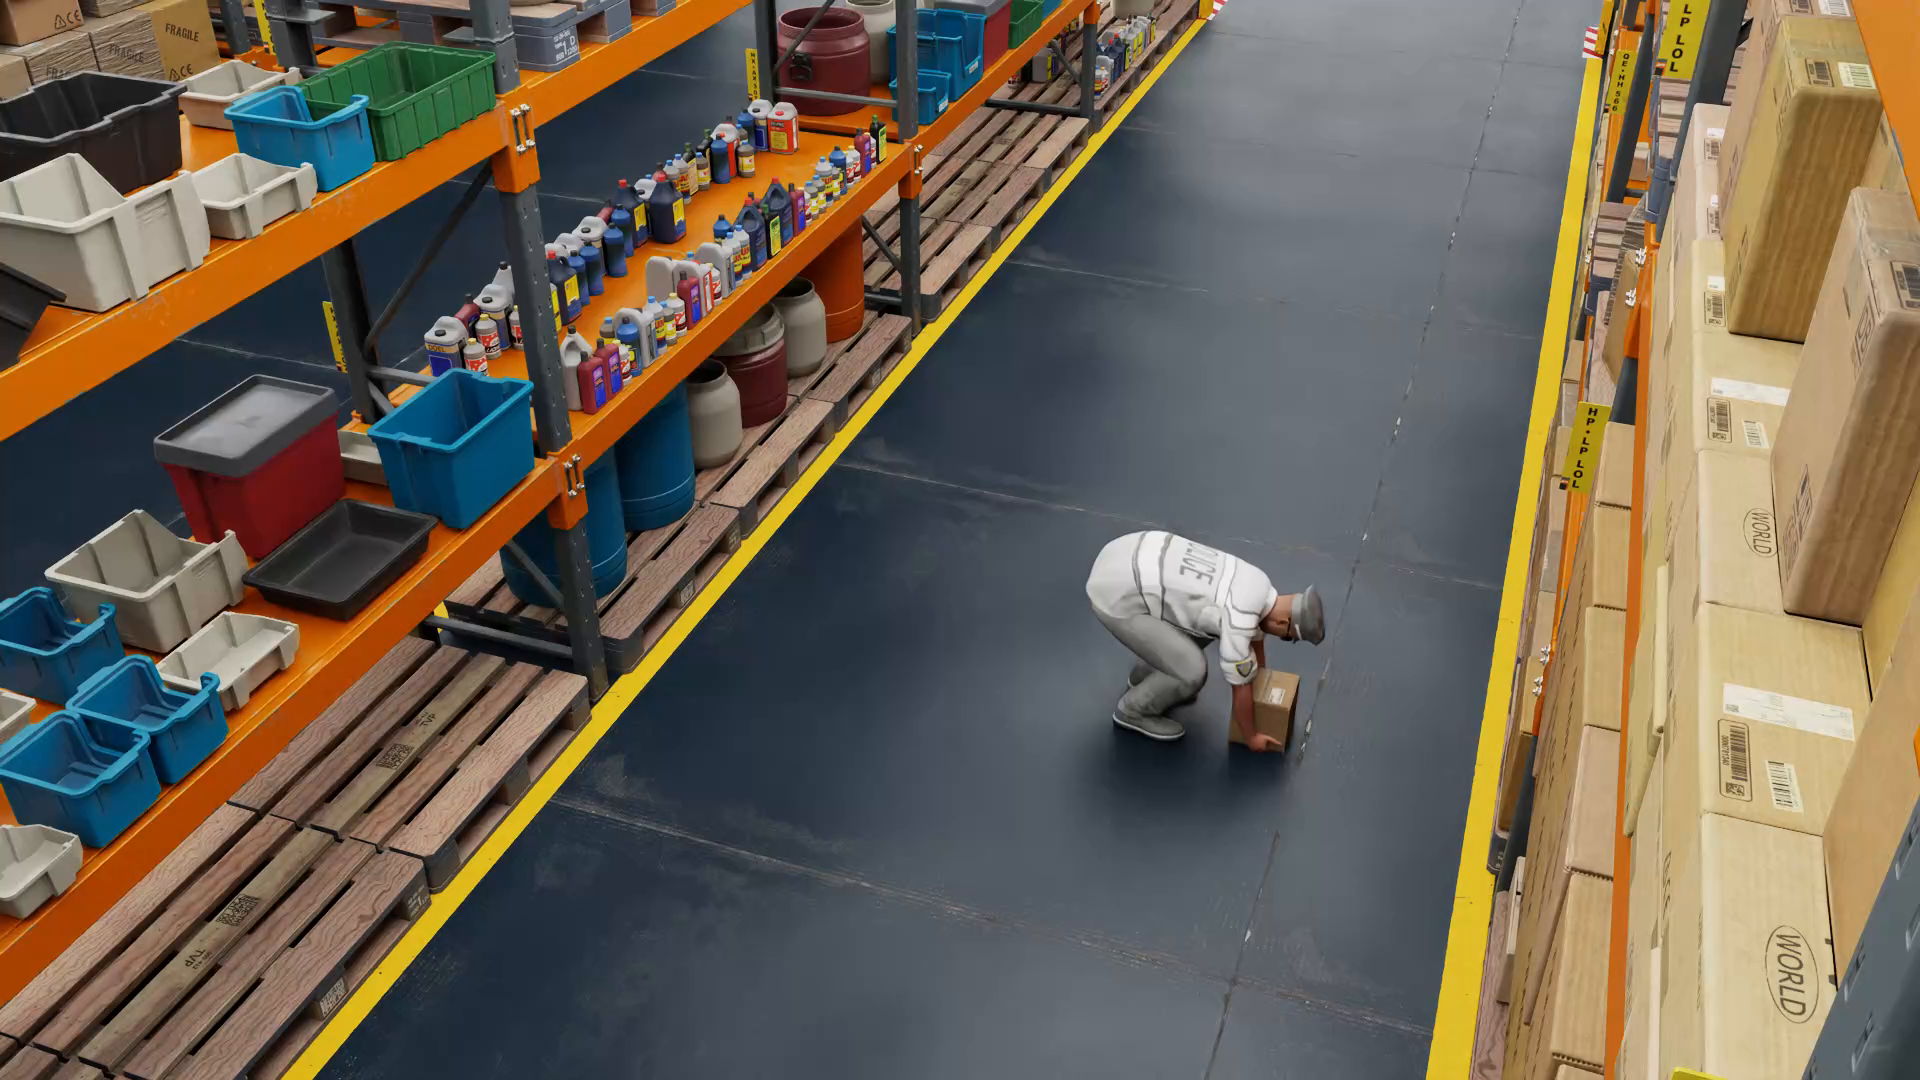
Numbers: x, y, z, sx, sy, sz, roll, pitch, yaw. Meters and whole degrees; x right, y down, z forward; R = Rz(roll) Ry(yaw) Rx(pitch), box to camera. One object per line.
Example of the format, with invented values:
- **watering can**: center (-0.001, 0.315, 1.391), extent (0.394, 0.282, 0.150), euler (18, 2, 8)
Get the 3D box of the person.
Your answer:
- **person**: center (1.061, 0.430, 7.267), extent (1.028, 0.913, 0.543), euler (10, 34, 15)
